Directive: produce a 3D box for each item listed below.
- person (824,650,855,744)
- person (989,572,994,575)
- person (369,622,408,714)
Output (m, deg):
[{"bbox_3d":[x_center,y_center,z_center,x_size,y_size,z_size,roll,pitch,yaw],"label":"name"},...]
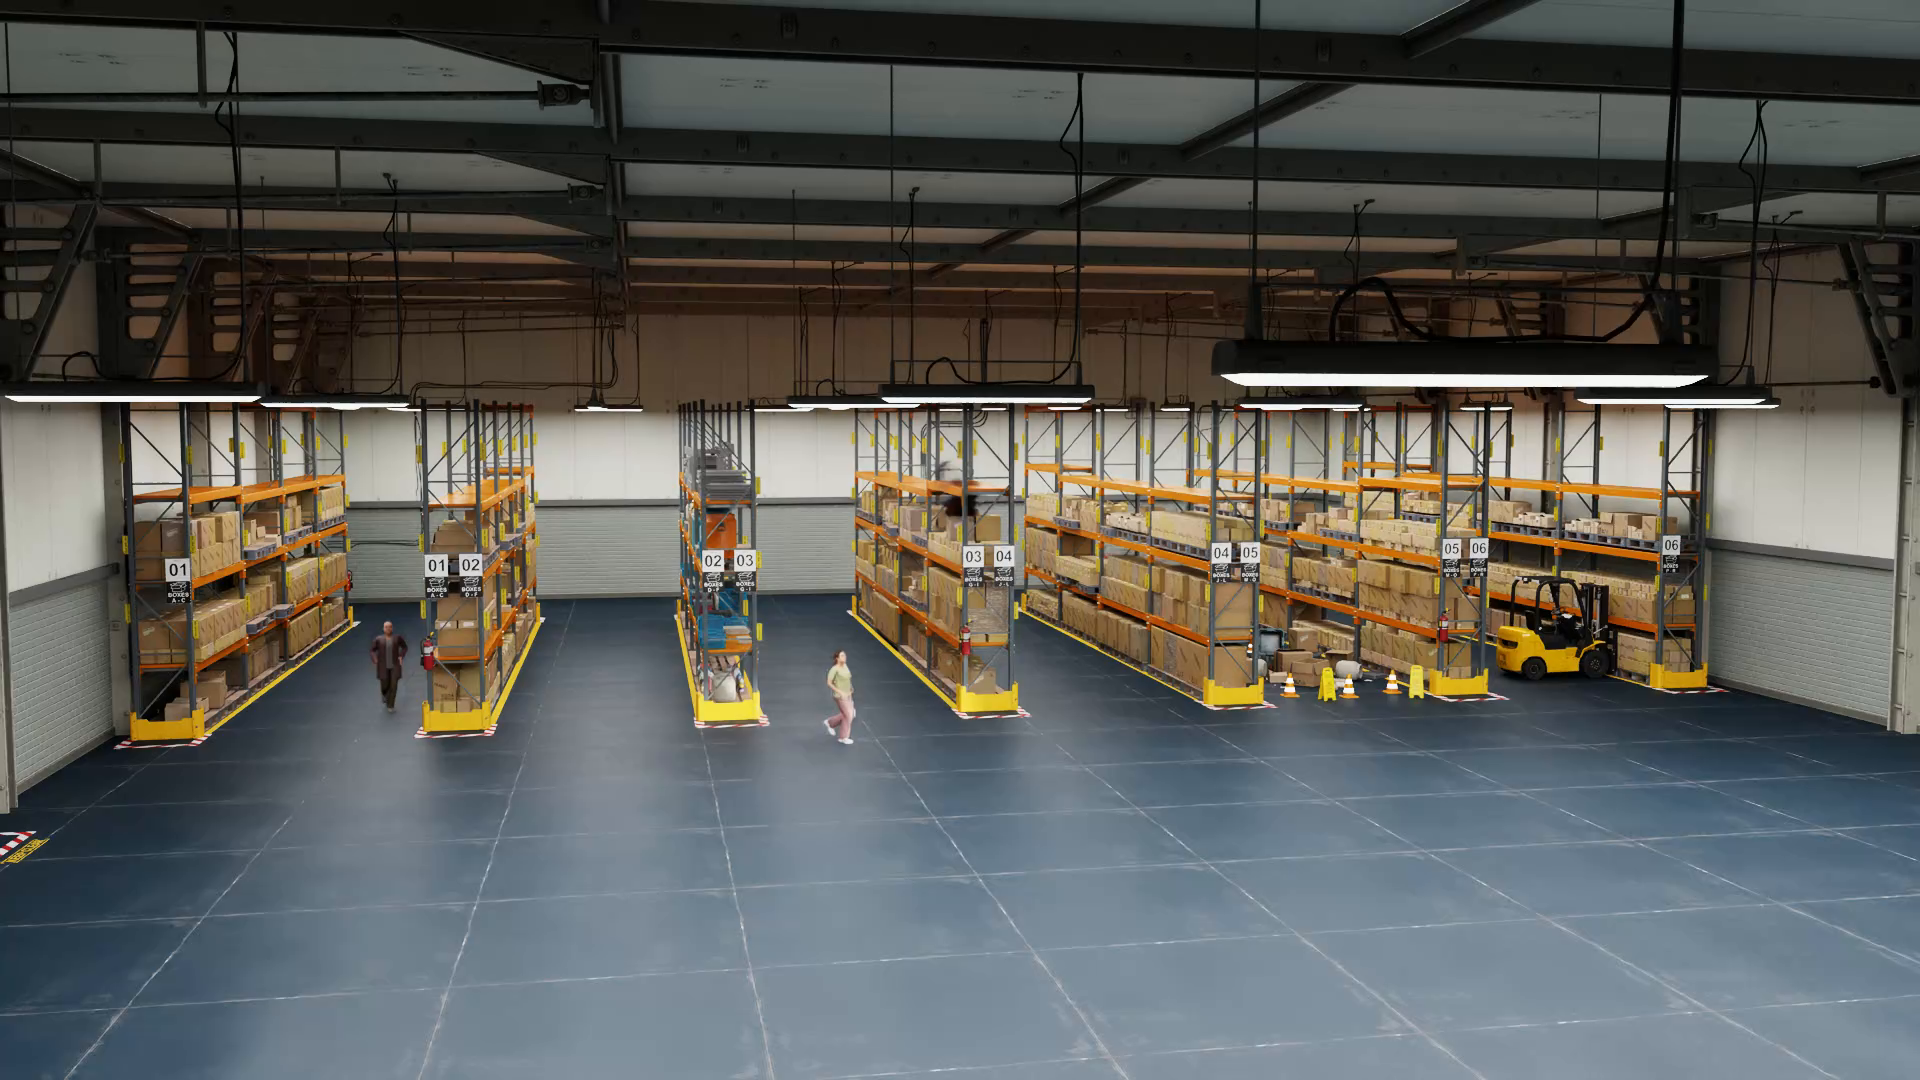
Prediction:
[{"bbox_3d":[-2.117,2.724,29.035,0.580,1.642,0.577,2,5,26],"label":"person"},{"bbox_3d":[0.631,1.321,47.967,0.659,1.595,0.517,2,5,24],"label":"person"},{"bbox_3d":[-11.011,2.441,32.083,0.711,1.743,0.756,-2,5,-22],"label":"person"}]
